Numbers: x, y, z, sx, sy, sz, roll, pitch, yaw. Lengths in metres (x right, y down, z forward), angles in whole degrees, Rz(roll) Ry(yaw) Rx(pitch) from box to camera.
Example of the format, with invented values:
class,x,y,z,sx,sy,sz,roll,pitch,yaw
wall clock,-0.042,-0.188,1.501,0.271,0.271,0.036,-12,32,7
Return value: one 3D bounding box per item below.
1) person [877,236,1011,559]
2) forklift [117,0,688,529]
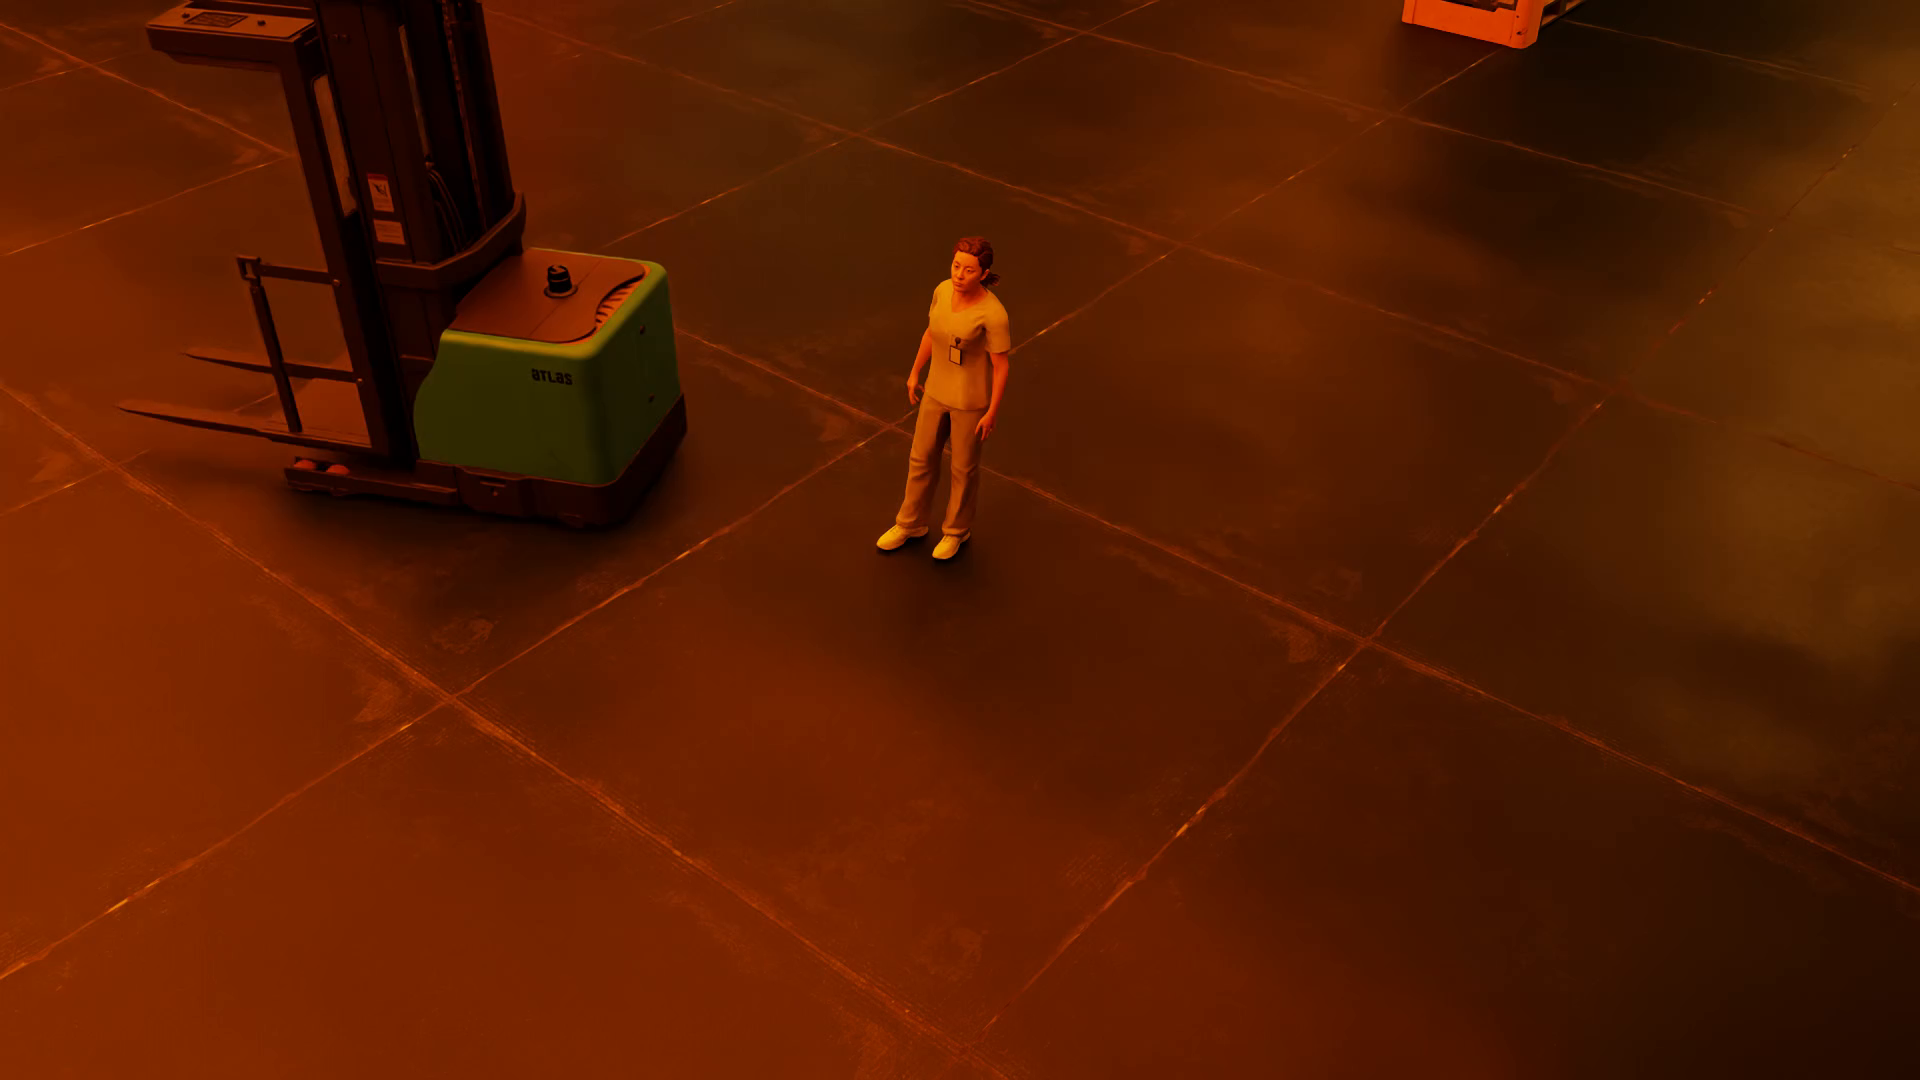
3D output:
class,x,y,z,sx,sy,sz,roll,pitch,yaw
person,-0.058,-0.651,7.976,0.549,1.663,0.548,26,43,31
forklift,-3.086,-1.708,8.367,3.031,2.935,1.130,9,37,12
